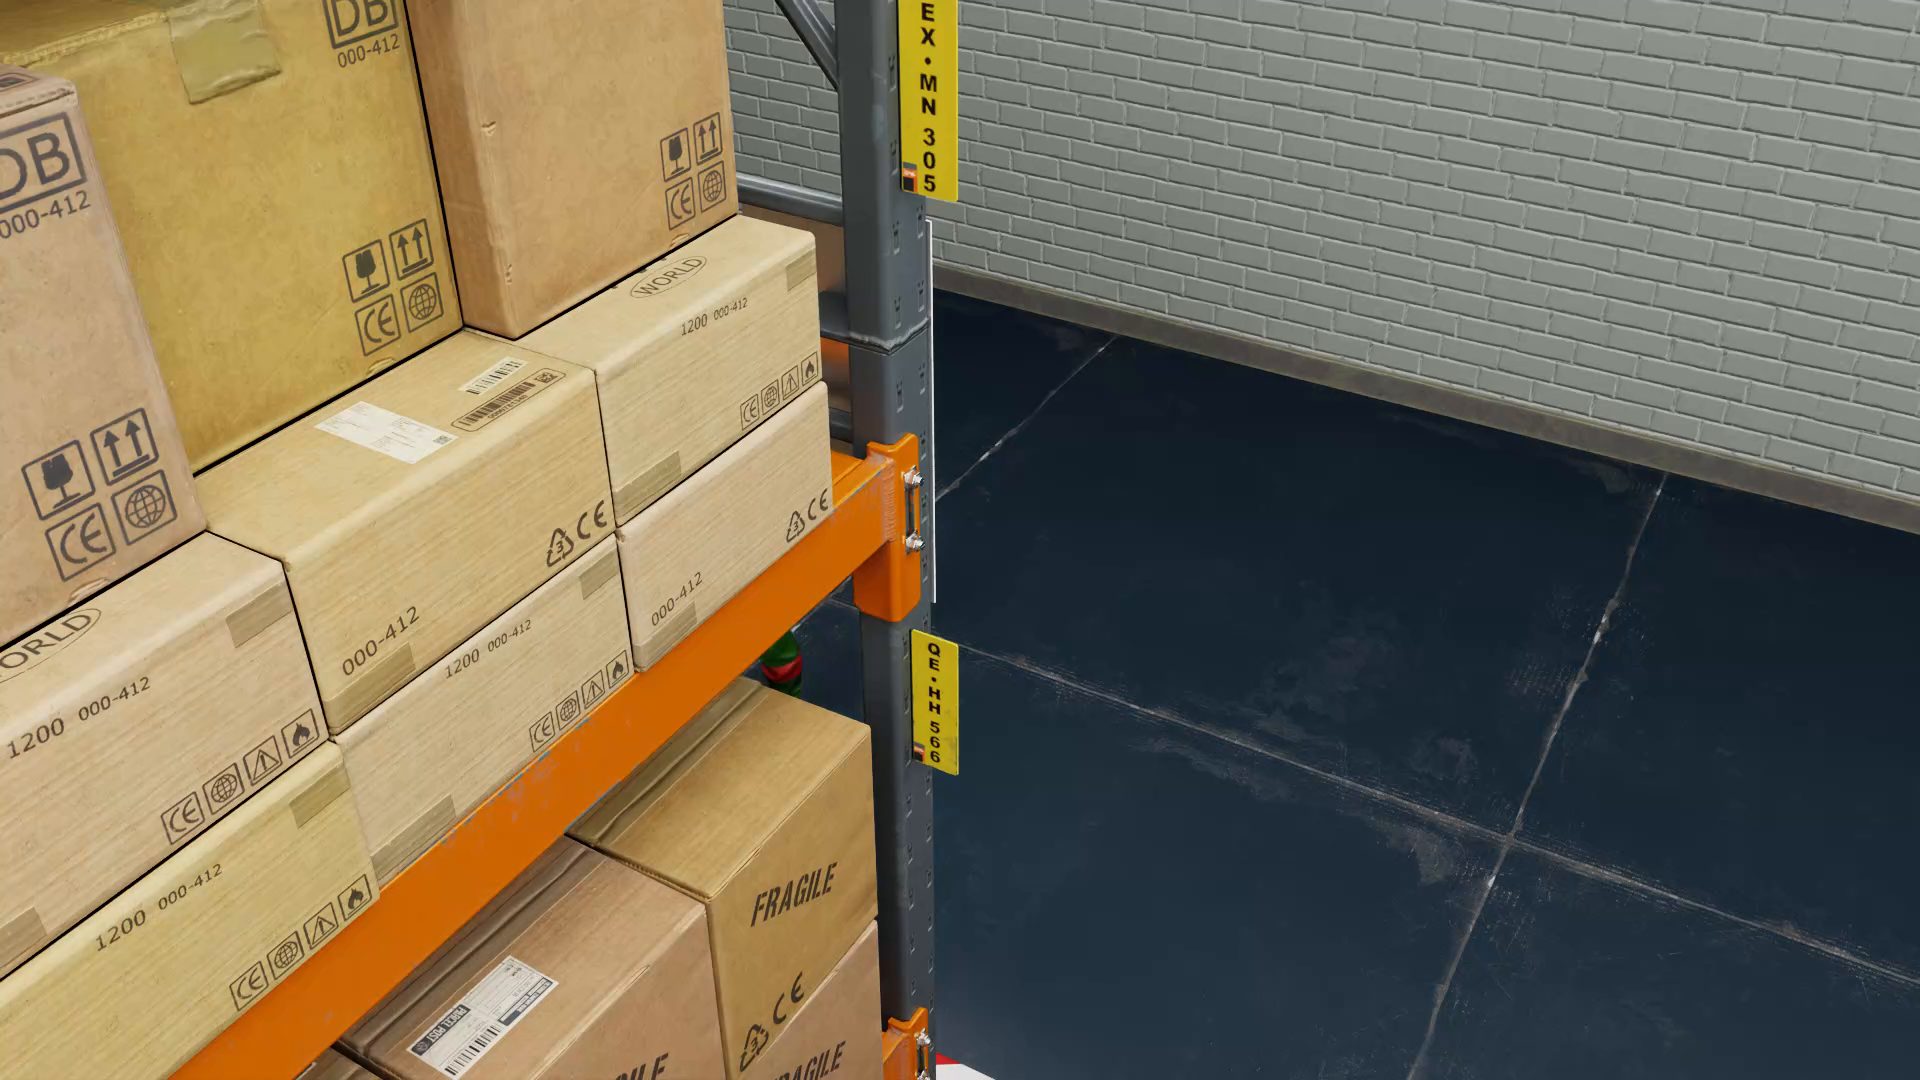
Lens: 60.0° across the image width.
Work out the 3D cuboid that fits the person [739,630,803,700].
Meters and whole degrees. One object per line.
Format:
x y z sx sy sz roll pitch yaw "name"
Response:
-0.805 -0.039 6.135 0.582 1.720 0.450 15 37 22 "person"
